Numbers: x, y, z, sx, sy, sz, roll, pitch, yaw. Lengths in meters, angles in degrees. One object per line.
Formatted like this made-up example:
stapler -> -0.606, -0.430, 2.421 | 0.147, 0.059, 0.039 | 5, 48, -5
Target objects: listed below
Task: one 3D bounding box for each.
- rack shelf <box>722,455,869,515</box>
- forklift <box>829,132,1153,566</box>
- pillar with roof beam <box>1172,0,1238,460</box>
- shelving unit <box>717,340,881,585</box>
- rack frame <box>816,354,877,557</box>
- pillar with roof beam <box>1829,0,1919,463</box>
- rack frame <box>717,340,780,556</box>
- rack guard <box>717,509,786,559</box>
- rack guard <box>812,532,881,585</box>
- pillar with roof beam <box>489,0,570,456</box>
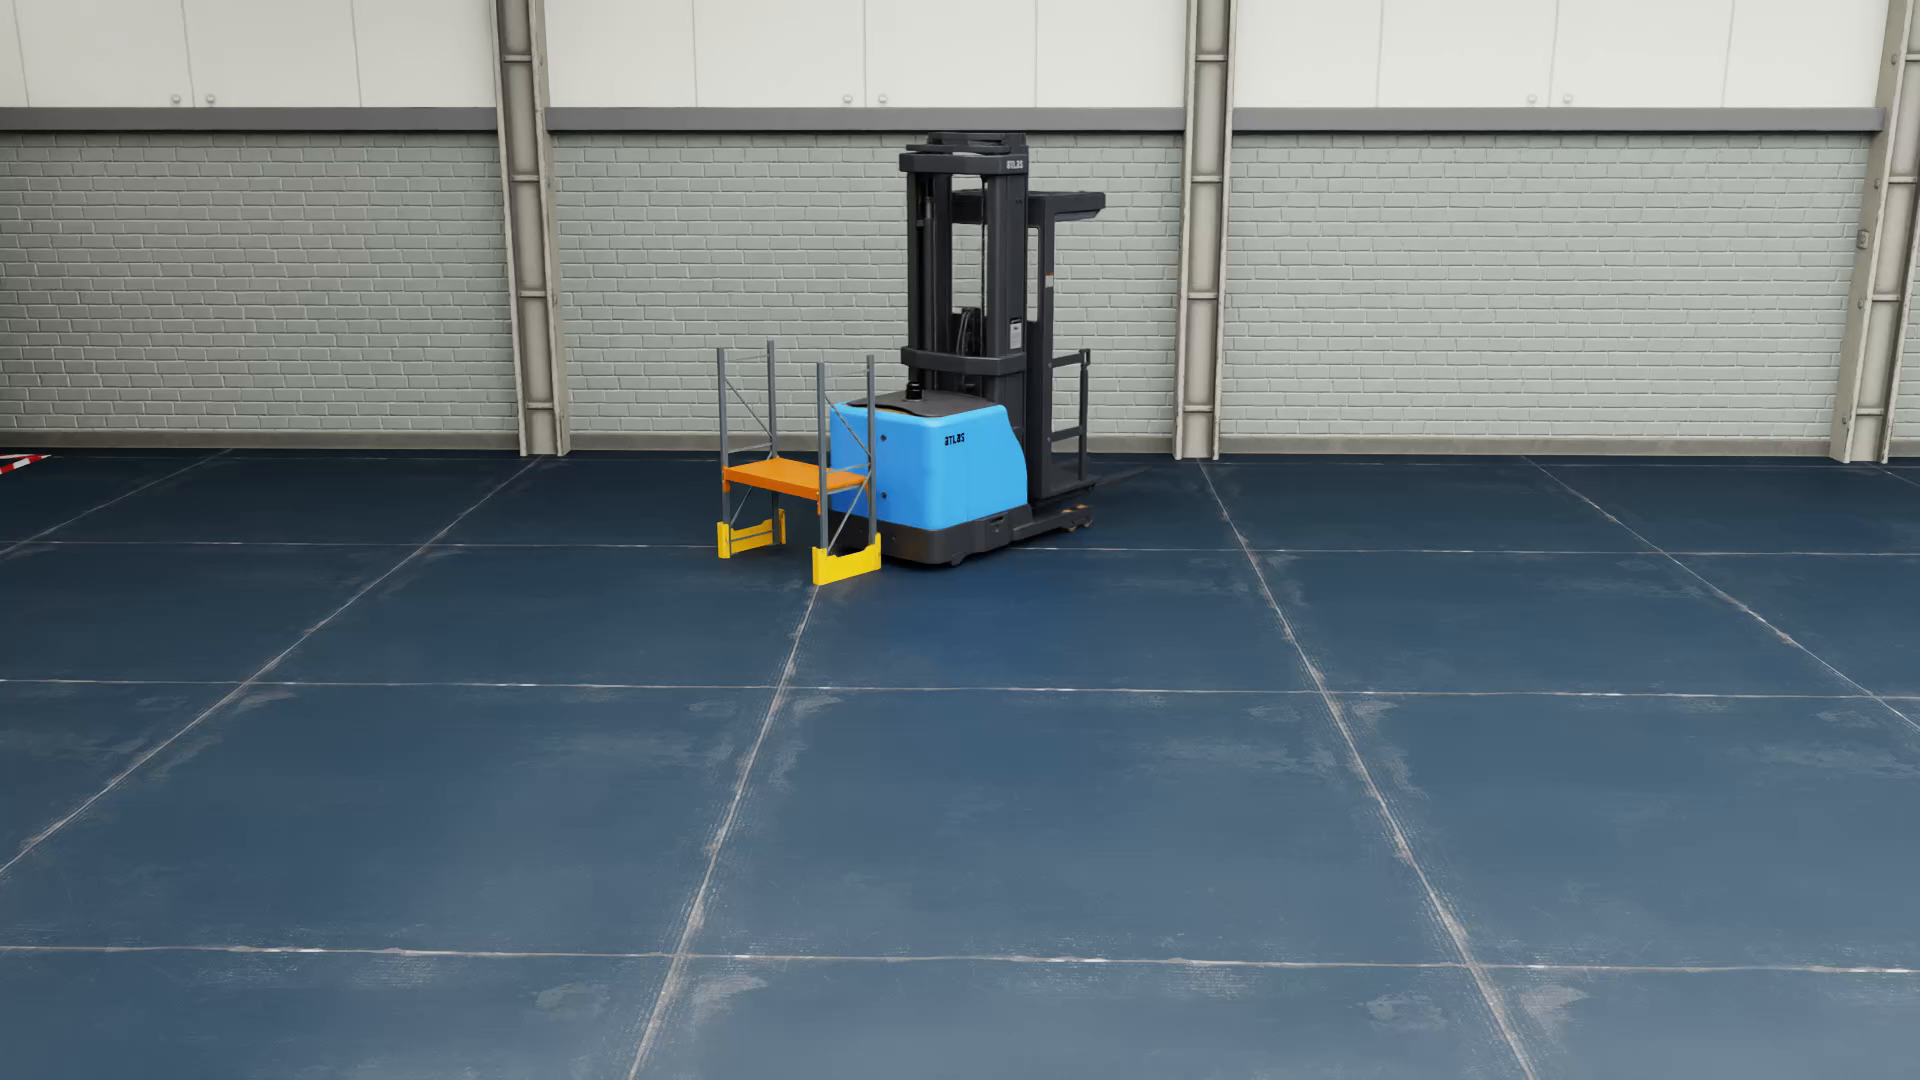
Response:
rack shelf -> -1.132, -0.391, 11.589 | 1.000, 0.185, 0.538 | 13, 20, 41
forklift -> 0.380, -1.554, 12.483 | 1.130, 2.935, 3.031 | 12, 19, 38
pillar with roof beam -> 2.049, -4.025, 9.957 | 0.400, 9.000, 9.100 | 0, 15, 1
shelving unit -> -1.138, -0.567, 11.549 | 1.083, 1.500, 0.587 | 13, 20, 41
rack frame -> -0.757, -0.478, 11.210 | 0.032, 1.500, 0.500 | 13, 20, 41
pillar with roof beam -> 8.047, -3.986, 9.809 | 0.400, 9.000, 9.100 | 0, 15, 1
rack frame -> -1.506, -0.653, 11.875 | 0.032, 1.500, 0.500 | 13, 20, 41
rack guard -> -1.505, -0.048, 12.034 | 0.087, 0.250, 0.587 | 13, 20, 41
rack guard -> -0.772, 0.123, 11.382 | 0.087, 0.250, 0.587 | 13, 20, 41
pillar with roof beam -> -3.949, -4.064, 10.106 | 0.400, 9.000, 9.100 | 0, 15, 1
